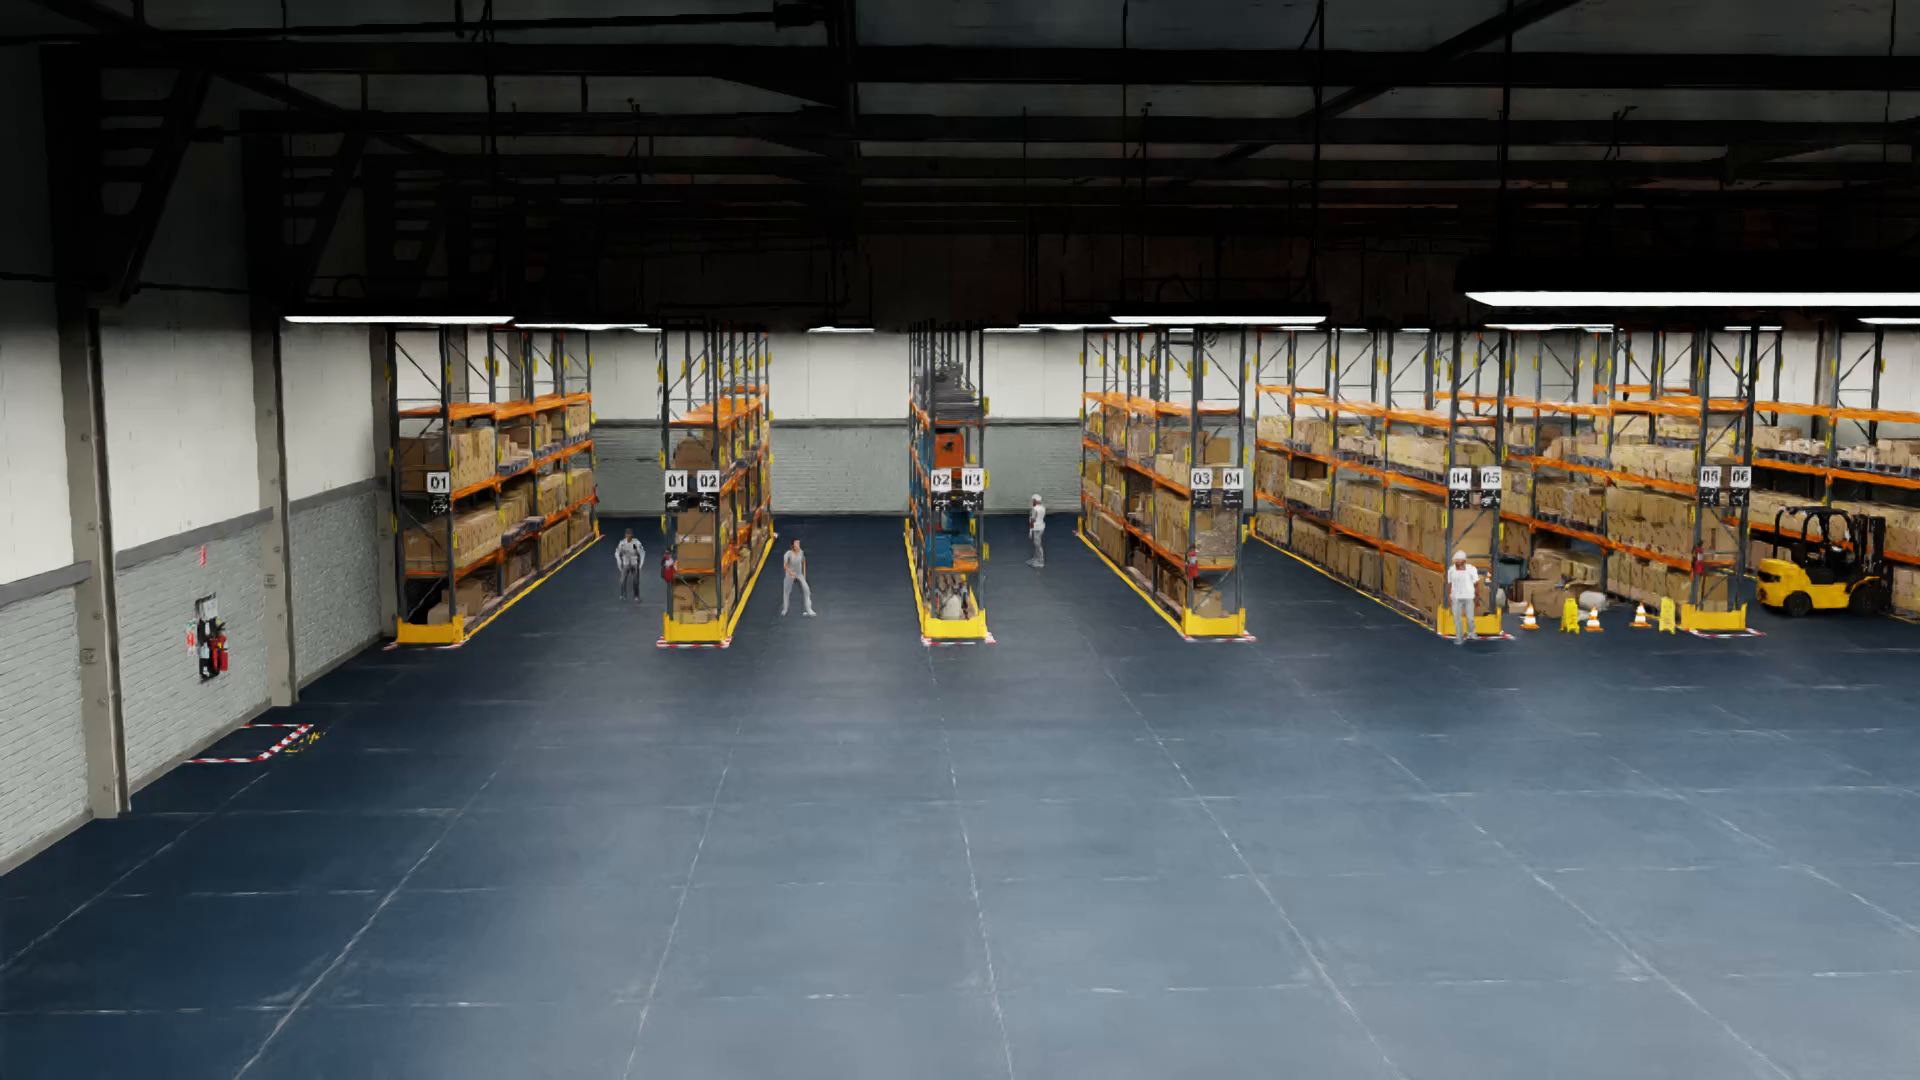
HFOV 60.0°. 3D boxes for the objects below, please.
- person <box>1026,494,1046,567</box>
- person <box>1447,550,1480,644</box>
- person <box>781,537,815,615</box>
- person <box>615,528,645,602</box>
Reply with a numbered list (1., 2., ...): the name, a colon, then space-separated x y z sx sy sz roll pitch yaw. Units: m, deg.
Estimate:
1. person: 1.874 -0.257 41.163 0.577 1.783 0.662 3 8 23
2. person: 9.343 1.054 30.850 0.611 1.753 0.567 5 8 32
3. person: -3.350 0.738 33.881 0.600 1.610 0.790 -3 8 -23
4. person: -7.072 0.524 35.664 0.639 1.628 0.506 -1 7 -5
